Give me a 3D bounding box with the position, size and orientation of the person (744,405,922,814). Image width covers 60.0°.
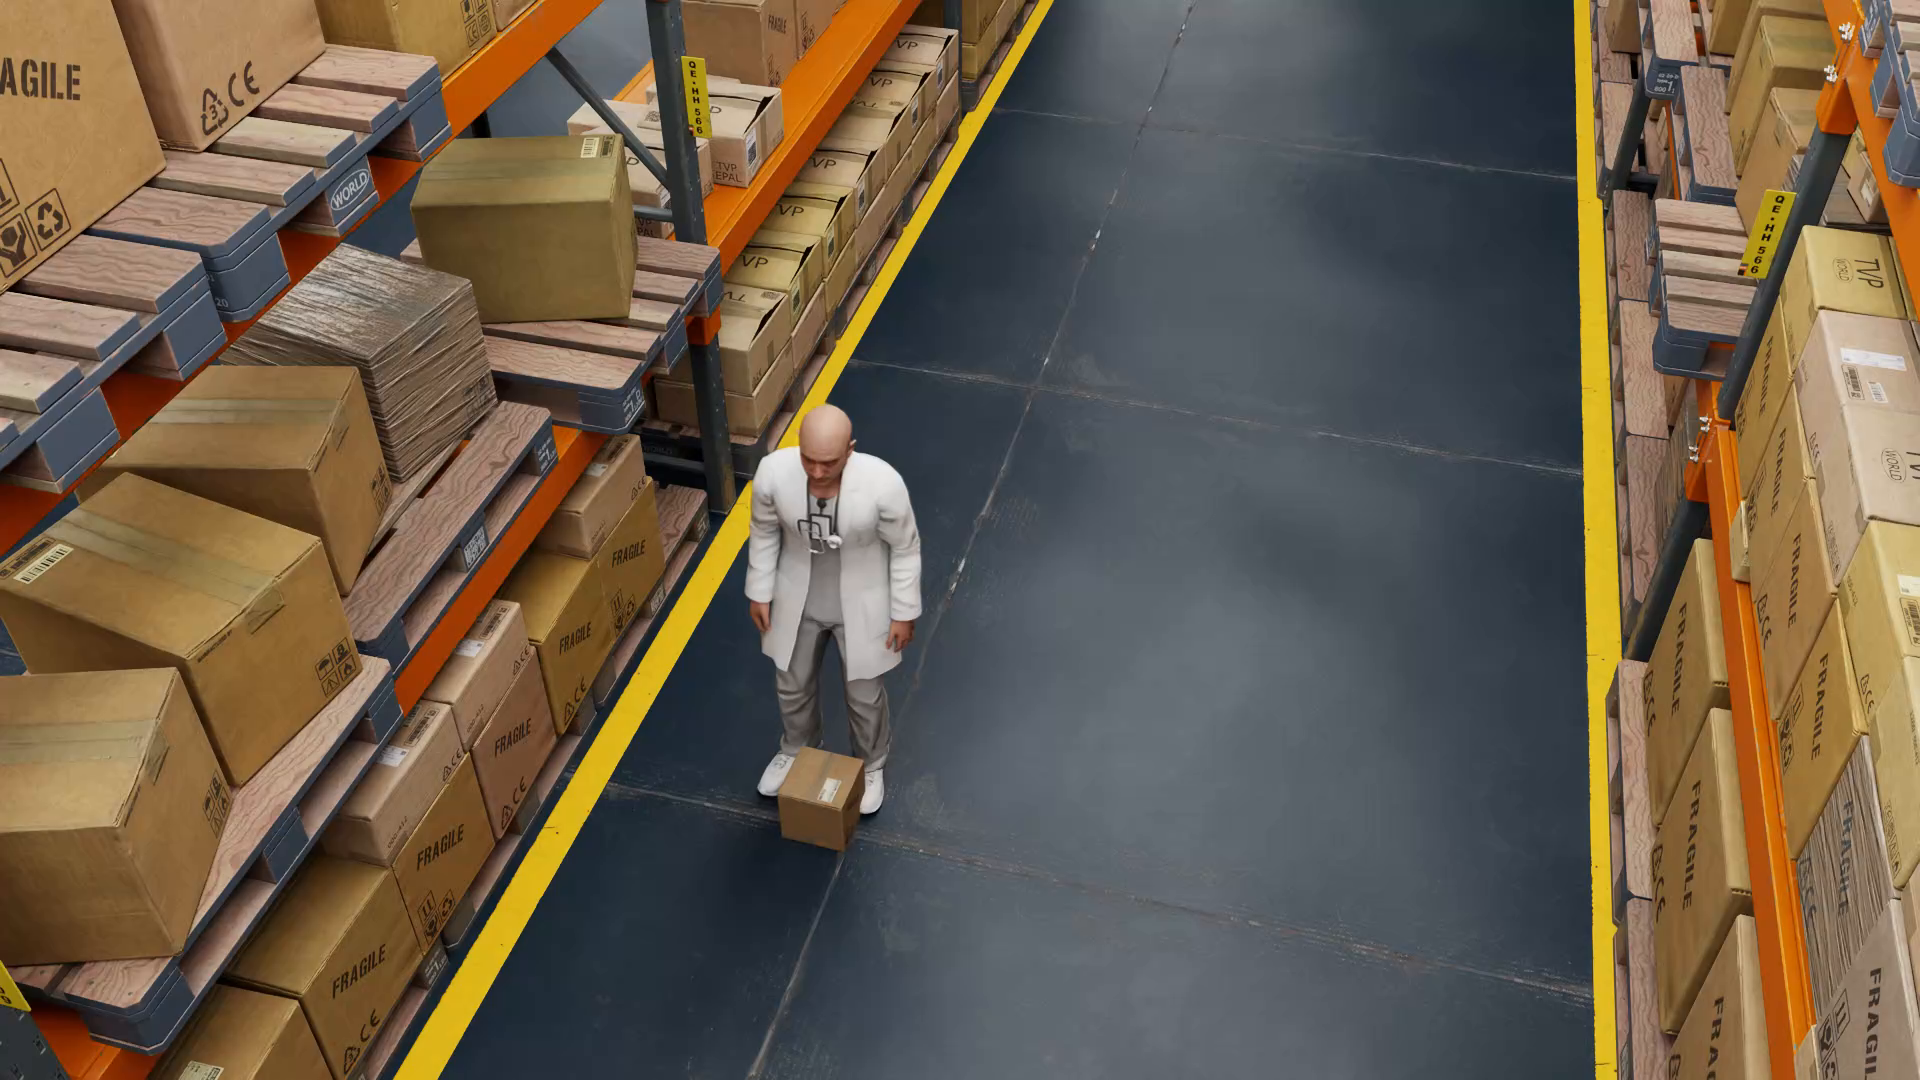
[{"bbox_3d":[-0.450,0.232,5.899,0.645,1.772,0.429,8,41,9],"label":"person"}]
